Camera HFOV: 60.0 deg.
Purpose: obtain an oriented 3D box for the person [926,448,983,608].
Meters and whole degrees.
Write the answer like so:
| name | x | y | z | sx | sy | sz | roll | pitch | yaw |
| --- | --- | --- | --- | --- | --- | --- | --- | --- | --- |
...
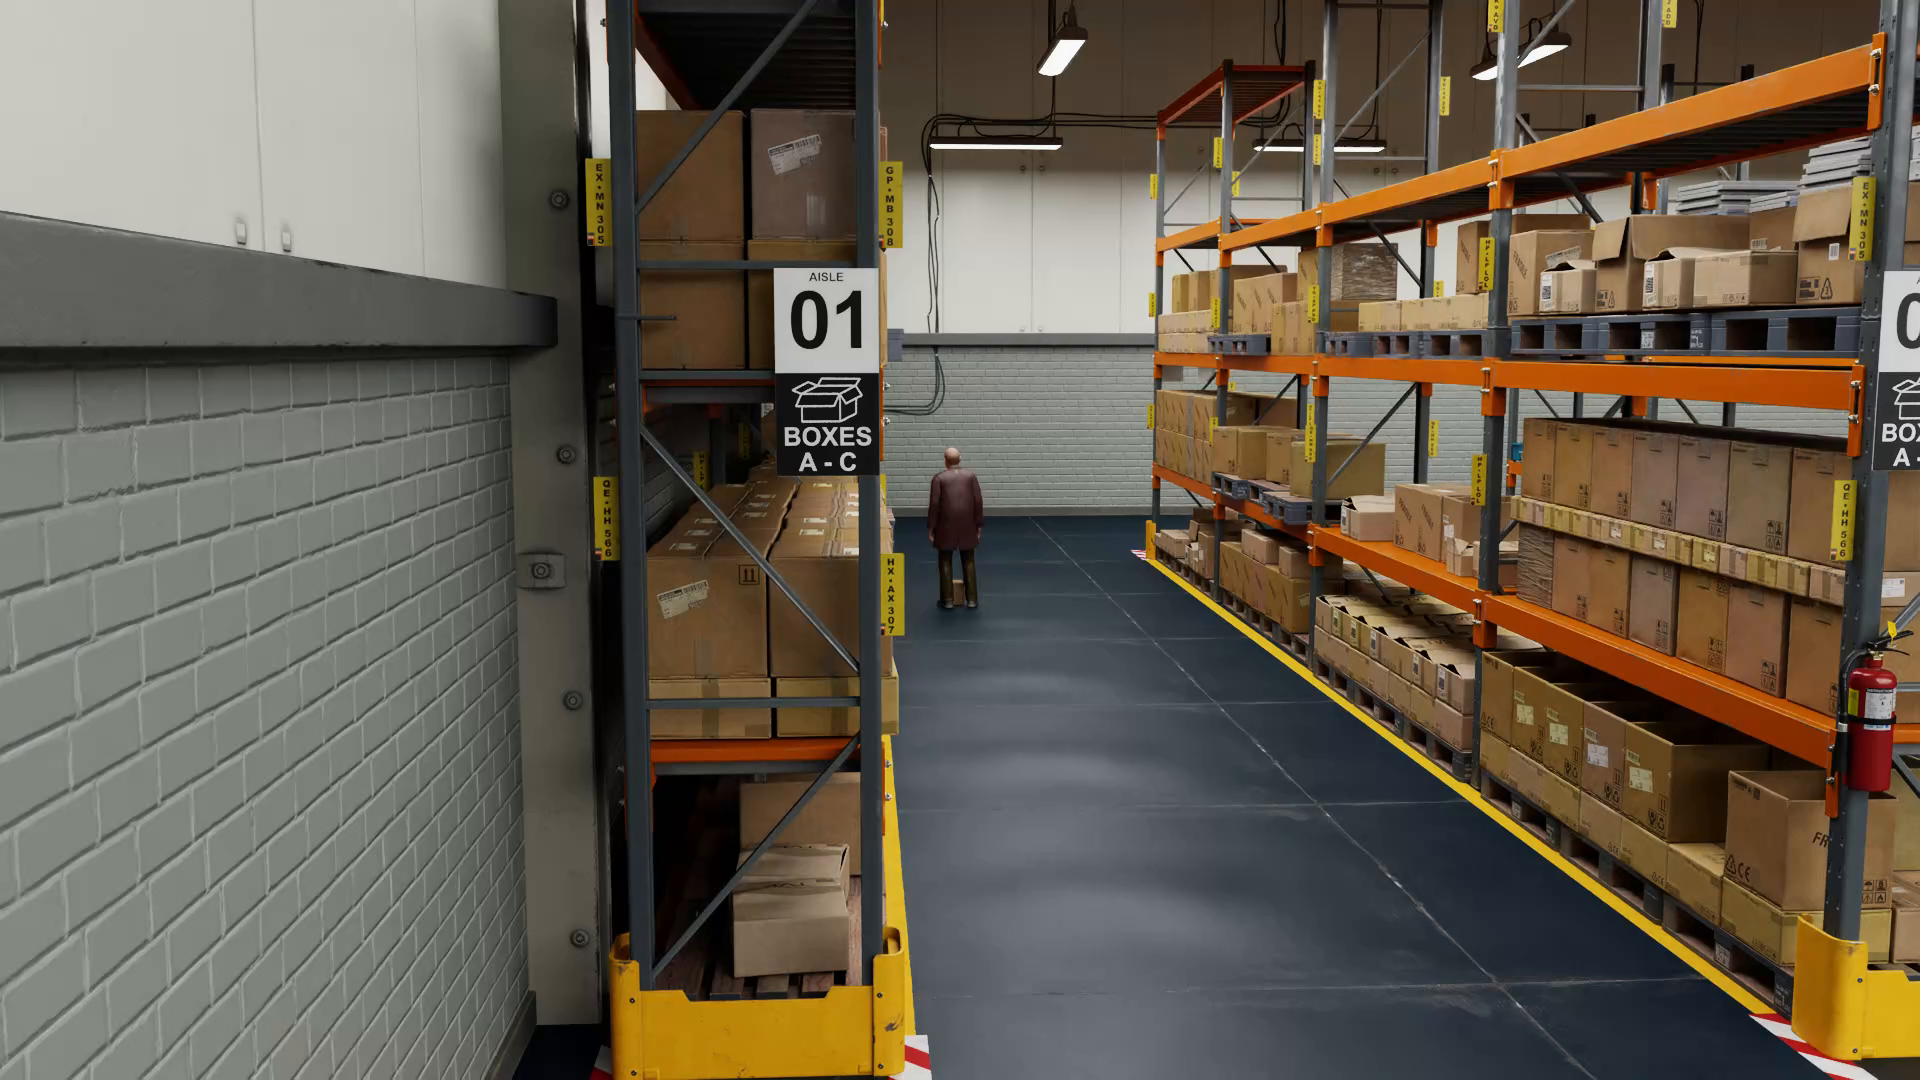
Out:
| name | x | y | z | sx | sy | sz | roll | pitch | yaw |
| --- | --- | --- | --- | --- | --- | --- | --- | --- | --- |
| person | -0.056 | -0.136 | 18.464 | 0.645 | 1.772 | 0.429 | -1 | 7 | -12 |
